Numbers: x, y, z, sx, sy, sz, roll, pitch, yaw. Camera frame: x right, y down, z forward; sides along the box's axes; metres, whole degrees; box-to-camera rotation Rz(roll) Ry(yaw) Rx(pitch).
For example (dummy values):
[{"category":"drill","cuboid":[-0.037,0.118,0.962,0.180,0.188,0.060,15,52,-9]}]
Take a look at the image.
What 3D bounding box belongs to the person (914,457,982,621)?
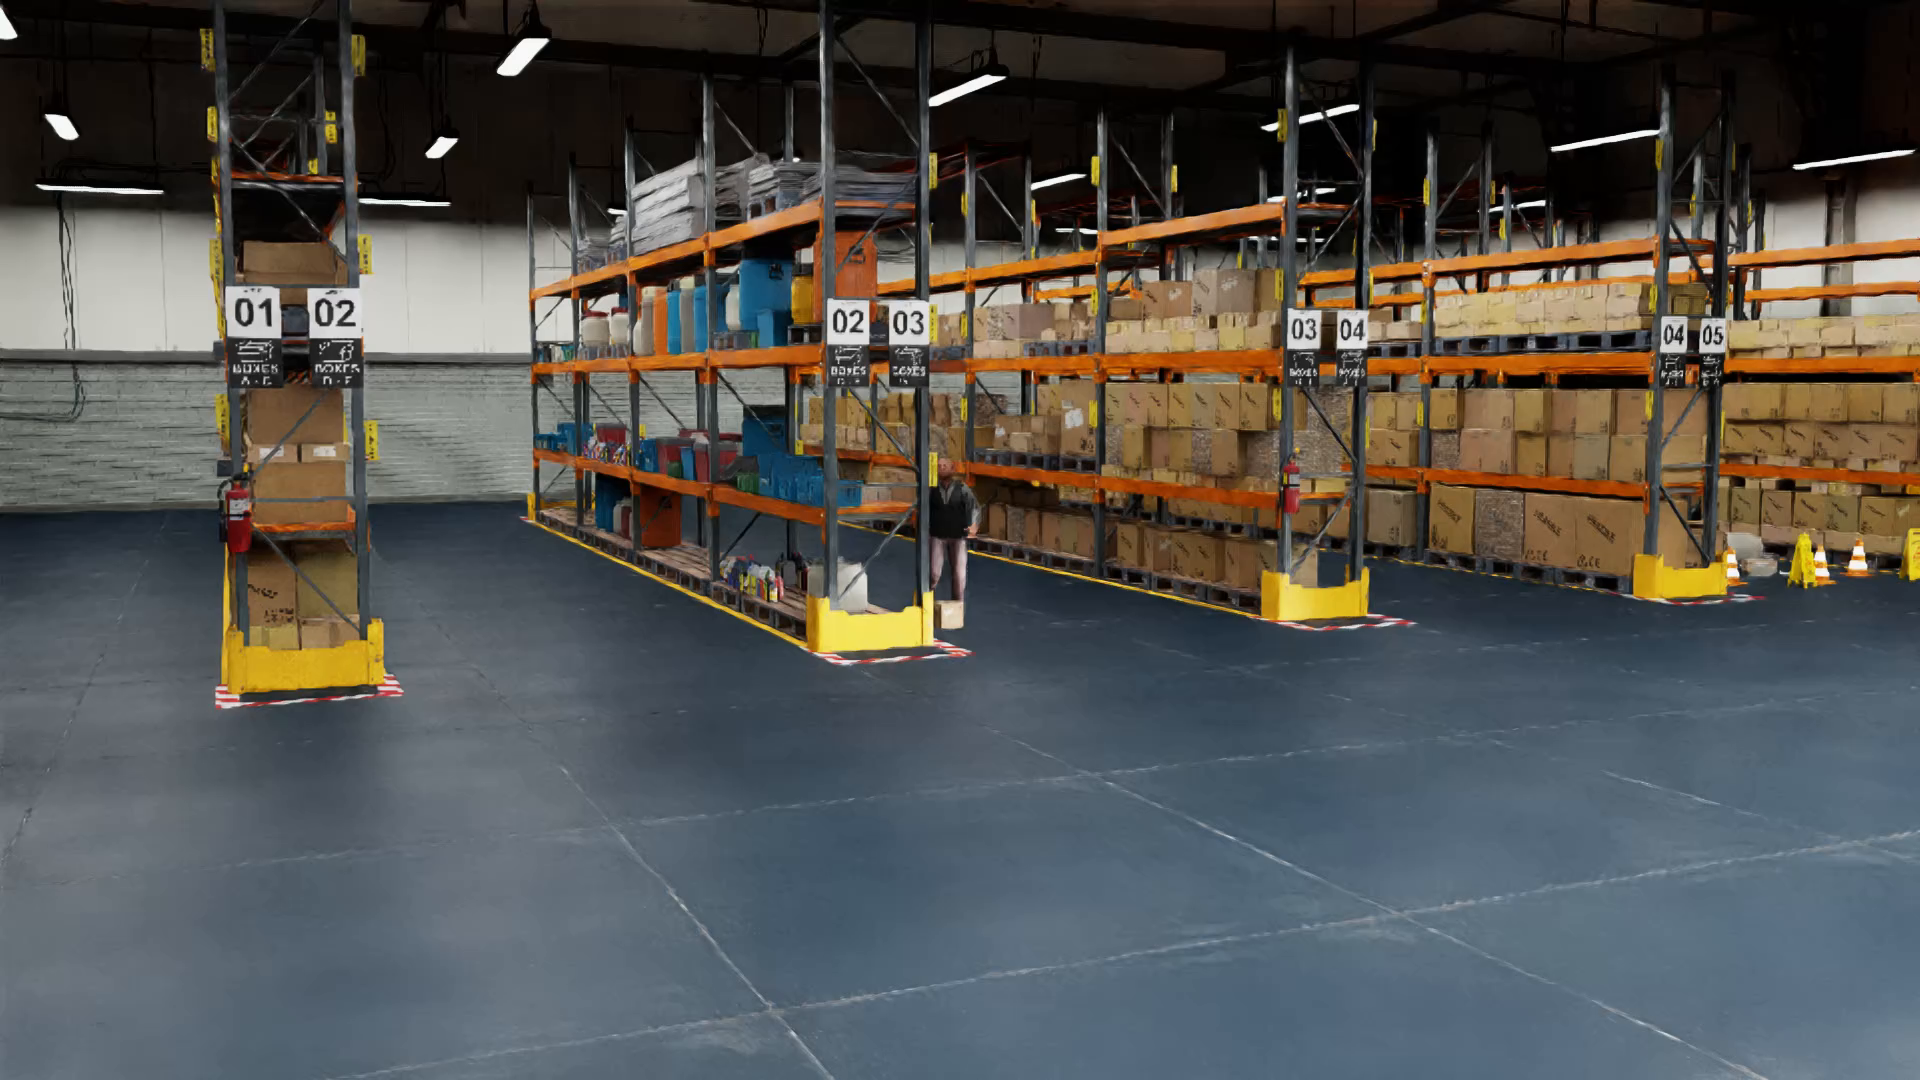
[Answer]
[{"category":"person","cuboid":[-0.117,-0.001,17.102,0.710,1.692,0.489,-1,5,-6]}]
